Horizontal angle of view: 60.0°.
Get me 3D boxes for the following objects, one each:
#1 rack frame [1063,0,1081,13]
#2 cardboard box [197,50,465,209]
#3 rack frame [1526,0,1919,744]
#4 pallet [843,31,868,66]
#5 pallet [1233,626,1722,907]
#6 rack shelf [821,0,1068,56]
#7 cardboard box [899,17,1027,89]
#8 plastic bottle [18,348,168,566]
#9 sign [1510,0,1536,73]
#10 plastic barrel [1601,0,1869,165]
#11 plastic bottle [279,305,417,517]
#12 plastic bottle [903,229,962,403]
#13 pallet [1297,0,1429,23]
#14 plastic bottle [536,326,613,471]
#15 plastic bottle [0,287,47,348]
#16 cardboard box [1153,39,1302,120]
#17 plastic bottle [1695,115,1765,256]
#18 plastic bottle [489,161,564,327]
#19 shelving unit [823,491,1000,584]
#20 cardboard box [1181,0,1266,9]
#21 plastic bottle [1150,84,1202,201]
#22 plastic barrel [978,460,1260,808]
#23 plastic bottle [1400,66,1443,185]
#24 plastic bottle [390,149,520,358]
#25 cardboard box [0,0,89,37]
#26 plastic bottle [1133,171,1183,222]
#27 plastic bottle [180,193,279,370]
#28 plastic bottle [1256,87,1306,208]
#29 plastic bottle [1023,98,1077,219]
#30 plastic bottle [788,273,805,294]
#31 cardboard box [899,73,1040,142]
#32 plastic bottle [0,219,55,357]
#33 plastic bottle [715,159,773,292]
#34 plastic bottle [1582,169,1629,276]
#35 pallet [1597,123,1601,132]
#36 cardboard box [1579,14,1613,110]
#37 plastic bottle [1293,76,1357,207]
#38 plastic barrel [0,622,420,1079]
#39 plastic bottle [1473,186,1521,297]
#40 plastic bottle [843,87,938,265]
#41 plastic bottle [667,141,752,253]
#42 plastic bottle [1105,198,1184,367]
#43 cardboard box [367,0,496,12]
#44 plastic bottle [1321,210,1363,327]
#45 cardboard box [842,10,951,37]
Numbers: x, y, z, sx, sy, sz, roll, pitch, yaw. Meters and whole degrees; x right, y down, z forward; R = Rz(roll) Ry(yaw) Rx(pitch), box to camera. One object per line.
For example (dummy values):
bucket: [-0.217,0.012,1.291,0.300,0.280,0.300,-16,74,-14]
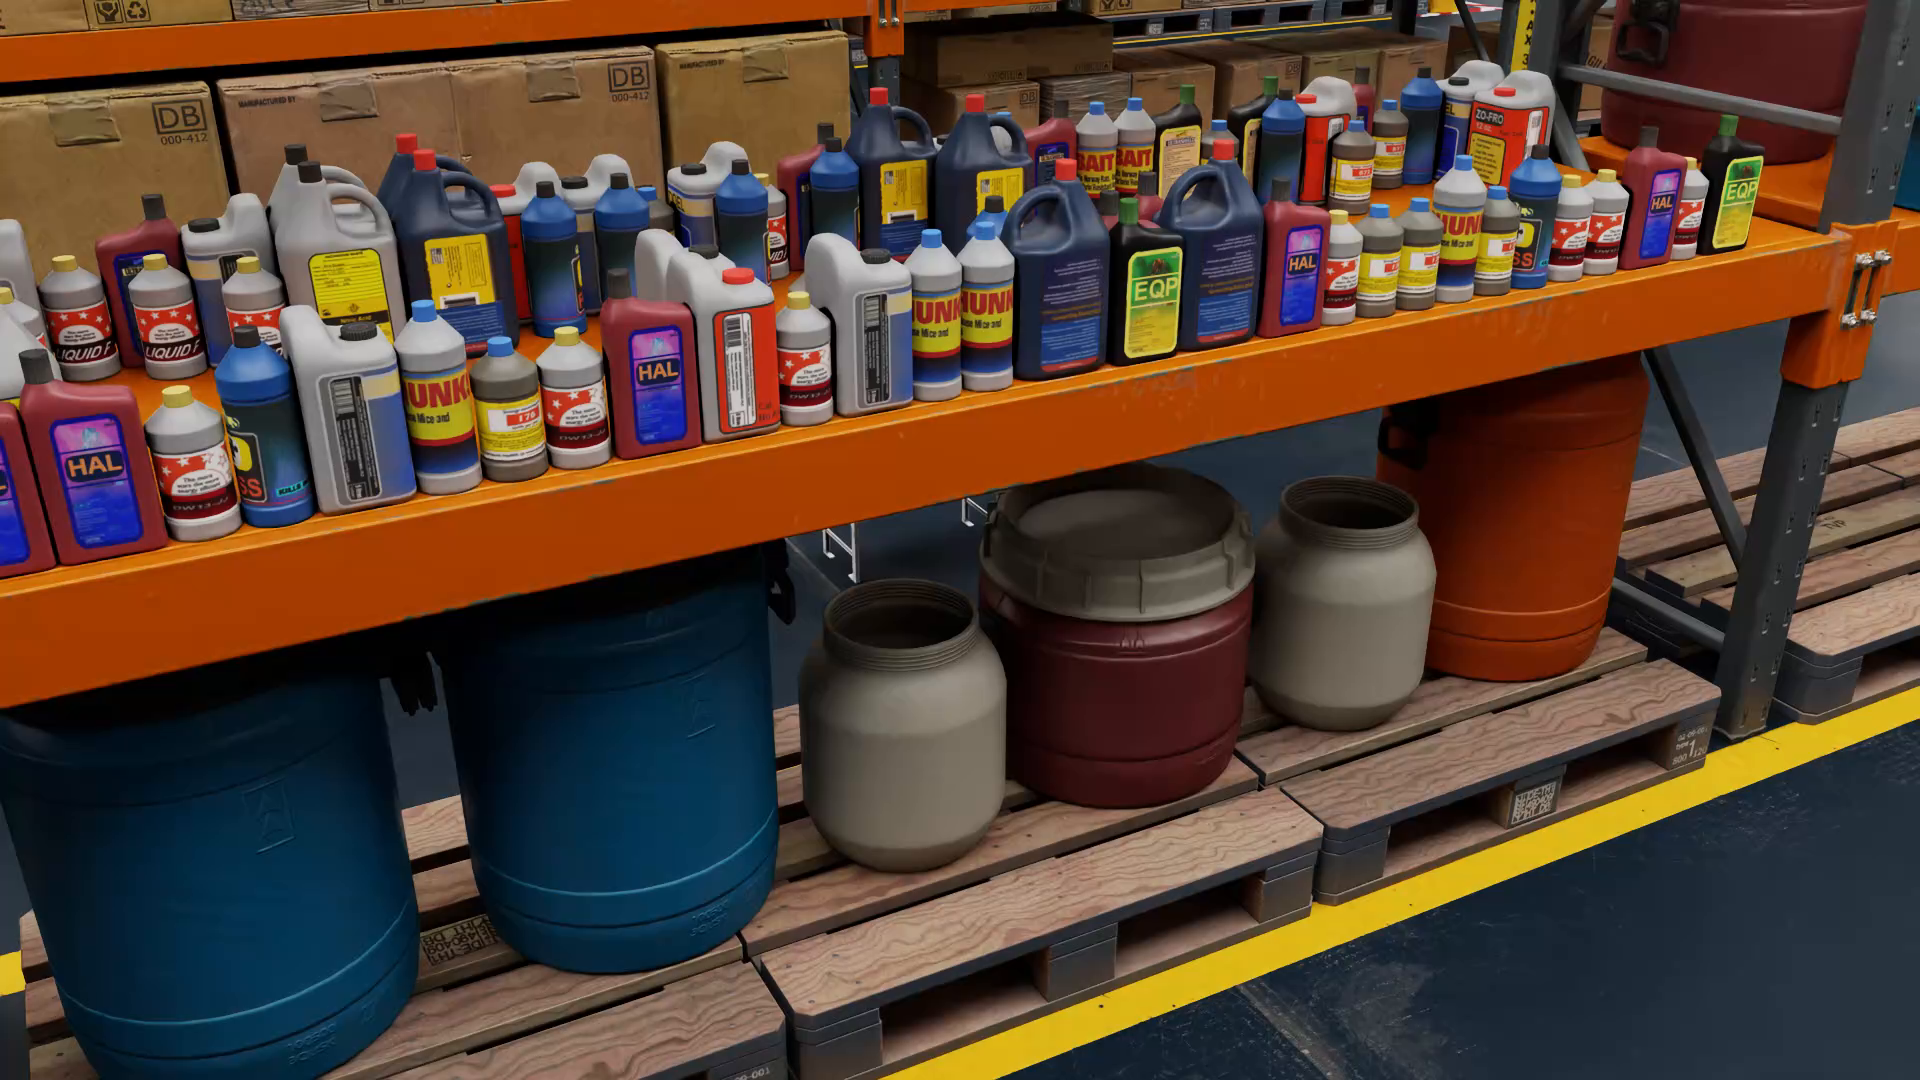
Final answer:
rack frame: [0.714,-5.663,13.580,0.127,3.000,1.000,-13,29,-25]
cardboard box: [-2.757,-1.671,7.234,0.875,0.875,1.225,-14,29,-27]
rack frame: [1.760,-1.042,3.955,0.127,3.000,1.000,-13,29,-25]
pallet: [-1.010,-3.970,13.275,1.213,0.211,1.003,-13,29,-25]
pallet: [1.084,0.391,4.191,1.213,0.211,1.003,-13,29,-25]
rack shelf: [1.194,-3.017,8.899,4.000,0.370,1.077,-13,29,-25]
cardboard box: [0.006,-2.491,8.487,0.500,0.250,0.500,-12,28,-23]
plastic bottle: [-1.128,-0.114,2.157,0.133,0.283,0.061,-13,29,-25]
sign: [1.495,-1.325,4.355,0.005,0.325,0.100,-13,29,-25]
plastic barrel: [2.027,-1.314,4.364,0.708,0.536,0.600,-13,29,-25]
plastic bottle: [-0.859,-0.195,2.334,0.135,0.276,0.152,-13,29,-25]
plastic bottle: [-0.045,-0.367,2.698,0.097,0.271,0.097,0,26,0]
pallet: [3.574,-5.028,15.479,1.213,0.211,1.003,-13,29,-25]
plastic bottle: [-0.572,-0.214,2.460,0.097,0.201,0.097,0,26,0]
plastic bottle: [-1.499,-0.298,2.635,0.097,0.201,0.097,0,26,0]
cardboard box: [1.483,-2.499,9.369,0.500,0.500,0.700,-16,30,-29]
plastic bottle: [1.603,-0.744,3.470,0.133,0.283,0.061,-13,29,-25]
plastic bottle: [-0.807,-0.553,3.079,0.135,0.276,0.152,-13,29,-25]
shelving unit: [-0.146,-0.507,4.920,0.503,1.200,0.258,-13,29,-25]
cardboard box: [2.095,-5.181,14.546,0.875,0.875,0.875,-13,28,-25]
plastic bottle: [0.474,-0.874,3.739,0.133,0.283,0.061,-13,29,-25]
plastic barrel: [0.340,0.192,3.686,0.708,0.588,0.600,-13,29,-25]
plastic bottle: [1.111,-1.006,4.029,0.097,0.271,0.097,0,26,0]
plastic bottle: [-0.882,-0.500,2.883,0.185,0.351,0.144,-13,29,-25]
cardboard box: [-3.577,-2.163,6.173,0.500,0.500,0.500,-13,29,-25]
plastic bottle: [0.364,-0.529,3.021,0.133,0.283,0.061,-13,29,-25]
plastic bottle: [-1.252,-0.450,2.865,0.135,0.276,0.152,-13,29,-25]
plastic bottle: [0.731,-0.889,3.785,0.097,0.271,0.097,0,26,0]
plastic bottle: [0.185,-0.807,3.600,0.133,0.283,0.061,-13,29,-25]
plastic bottle: [-0.236,-0.367,2.777,0.097,0.201,0.097,0,26,0]
cardboard box: [0.011,-2.149,8.641,0.500,0.500,0.700,-15,29,-28]
plastic bottle: [-1.574,-0.375,2.710,0.135,0.276,0.152,-13,29,-25]
plastic bottle: [-0.408,-0.581,3.144,0.097,0.271,0.097,0,26,0]
plastic bottle: [1.289,-0.644,3.355,0.097,0.201,0.097,0,26,0]
pallet: [4.612,-2.892,11.030,1.213,0.211,1.003,-13,29,-25]
cardboard box: [3.832,-2.997,10.429,0.500,0.500,0.500,-4,26,-9]
plastic bottle: [0.817,-0.928,3.859,0.135,0.276,0.152,-13,29,-25]
plastic barrel: [-1.282,0.425,2.839,0.708,0.901,0.600,-13,29,-25]
plastic bottle: [1.032,-0.584,3.231,0.097,0.201,0.097,0,26,0]
plastic bottle: [-0.141,-0.742,3.387,0.185,0.351,0.144,-13,29,-25]
plastic bottle: [-0.483,-0.627,3.234,0.135,0.276,0.152,-13,29,-25]
plastic bottle: [0.314,-0.447,2.850,0.133,0.283,0.061,-13,29,-25]
cardboard box: [-2.239,-2.474,6.822,0.500,0.500,0.500,-12,28,-24]
plastic bottle: [0.688,-0.505,3.066,0.097,0.201,0.097,0,26,0]
cardboard box: [-0.645,-4.483,13.235,0.750,0.750,1.050,-13,29,-25]
